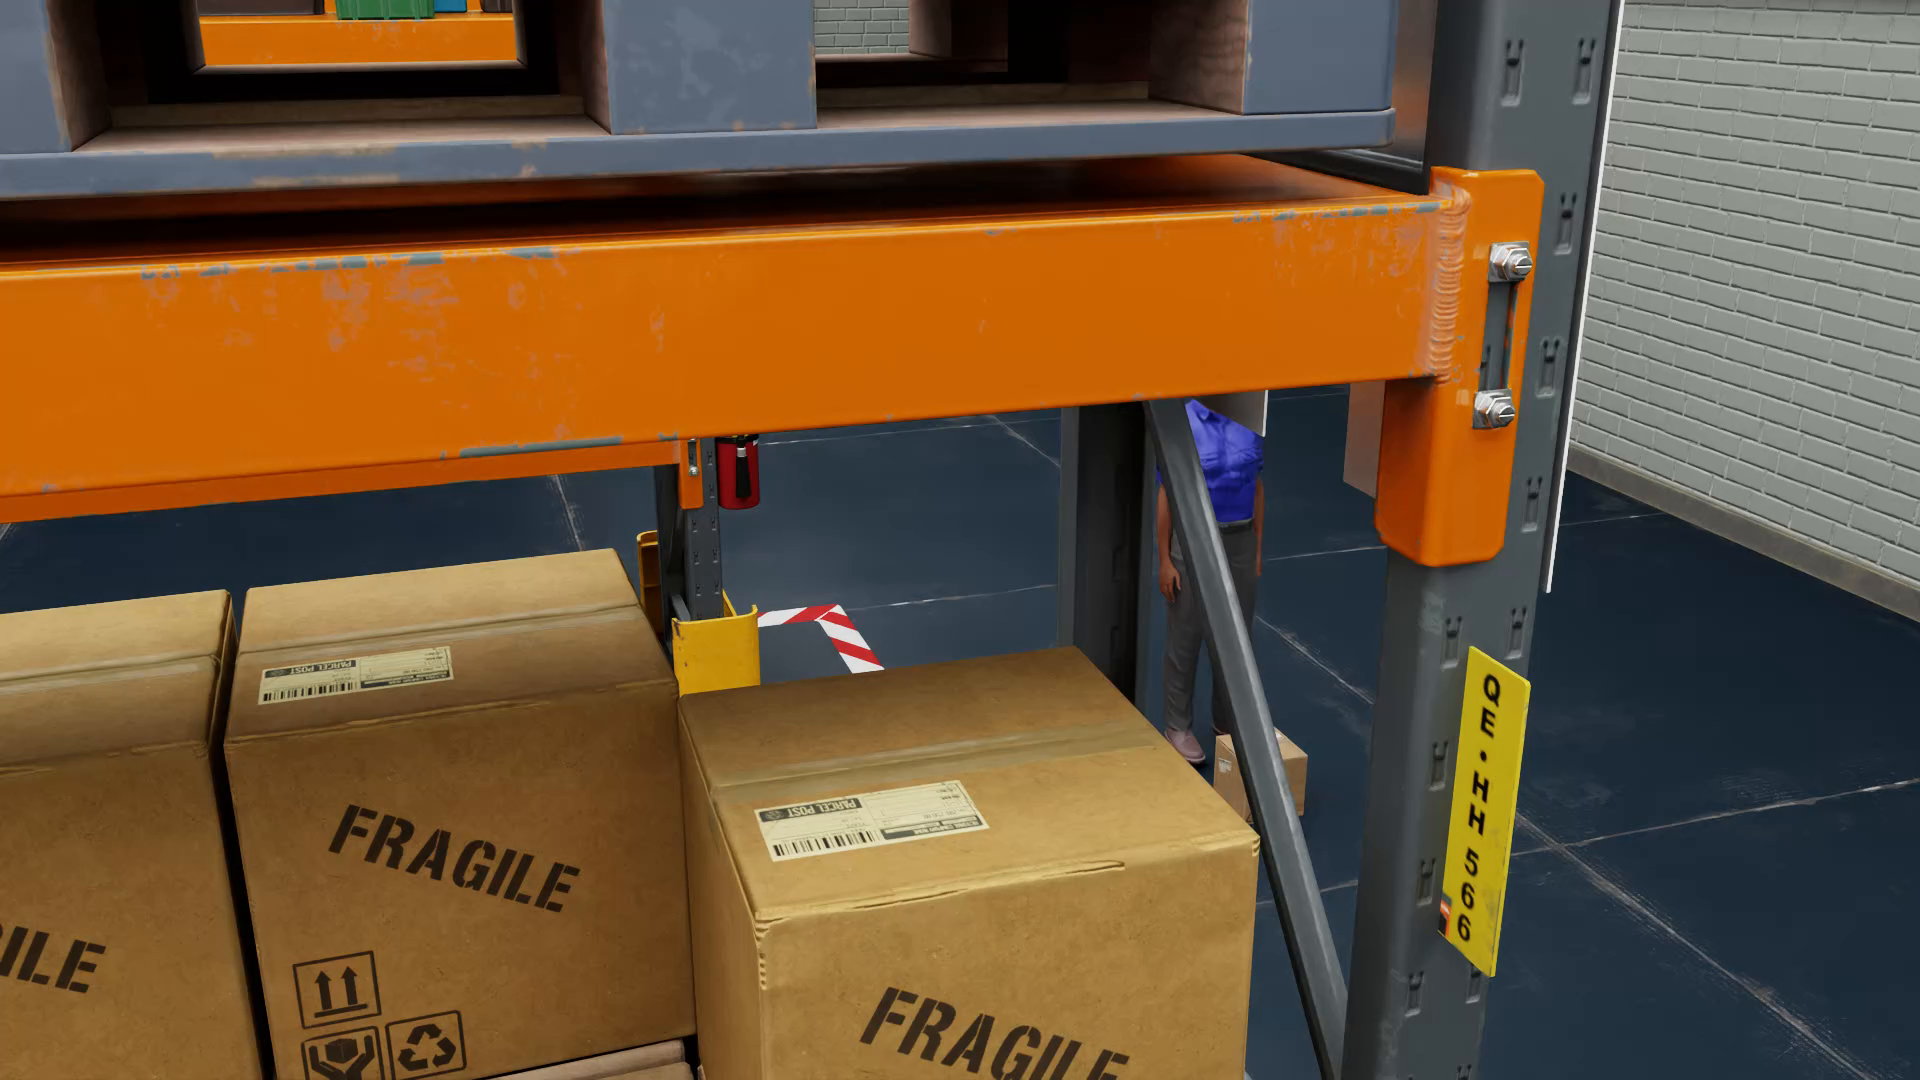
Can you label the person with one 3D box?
[{"bbox_3d":[0.979,0.056,6.408,0.480,1.671,0.330,-6,20,-16],"label":"person"}]
